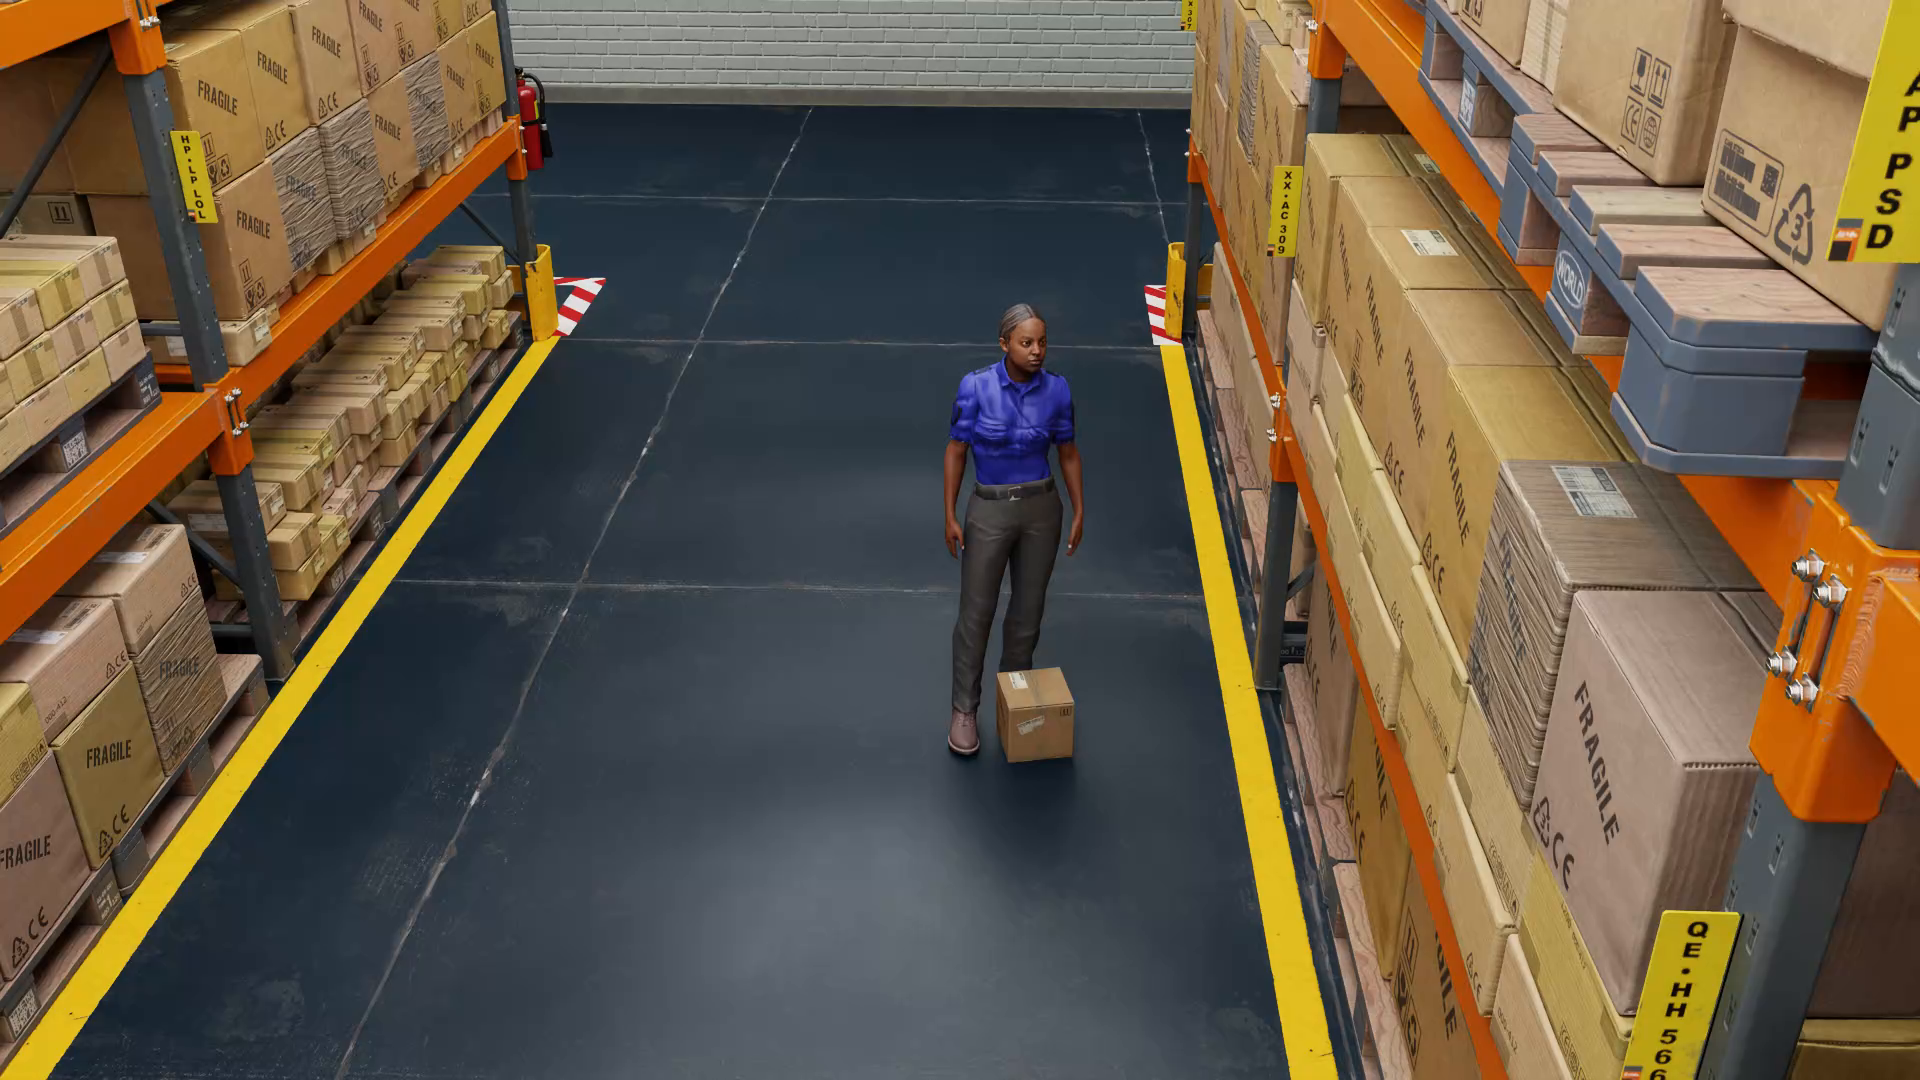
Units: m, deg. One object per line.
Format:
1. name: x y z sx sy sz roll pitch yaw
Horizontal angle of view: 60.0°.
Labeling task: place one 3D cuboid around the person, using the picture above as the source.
1. person: 0.190 -0.040 6.184 0.547 1.655 0.504 -6 29 -10
